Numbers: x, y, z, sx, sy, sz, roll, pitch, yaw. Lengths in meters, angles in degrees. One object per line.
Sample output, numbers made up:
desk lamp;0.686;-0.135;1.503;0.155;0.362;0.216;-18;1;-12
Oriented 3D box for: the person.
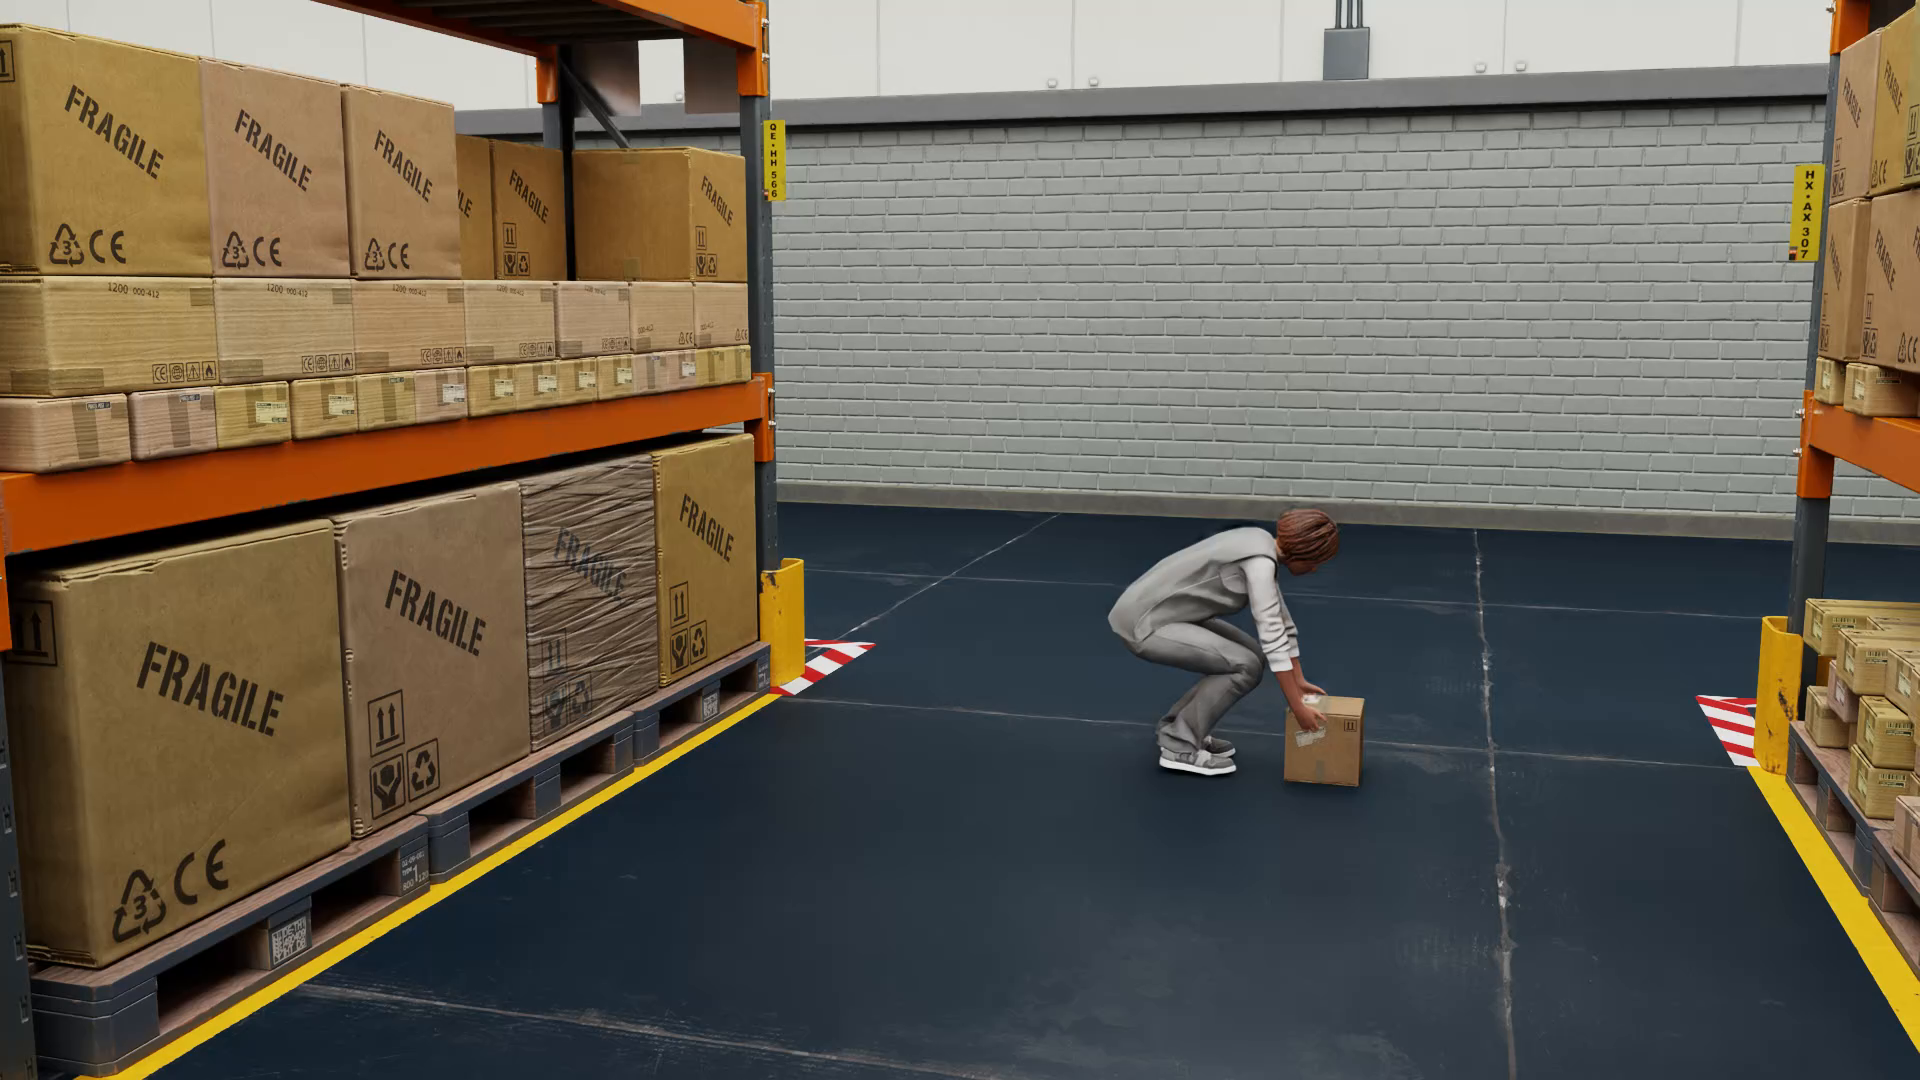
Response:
person;0.865;0.386;5.882;0.648;0.835;0.446;2;9;16
